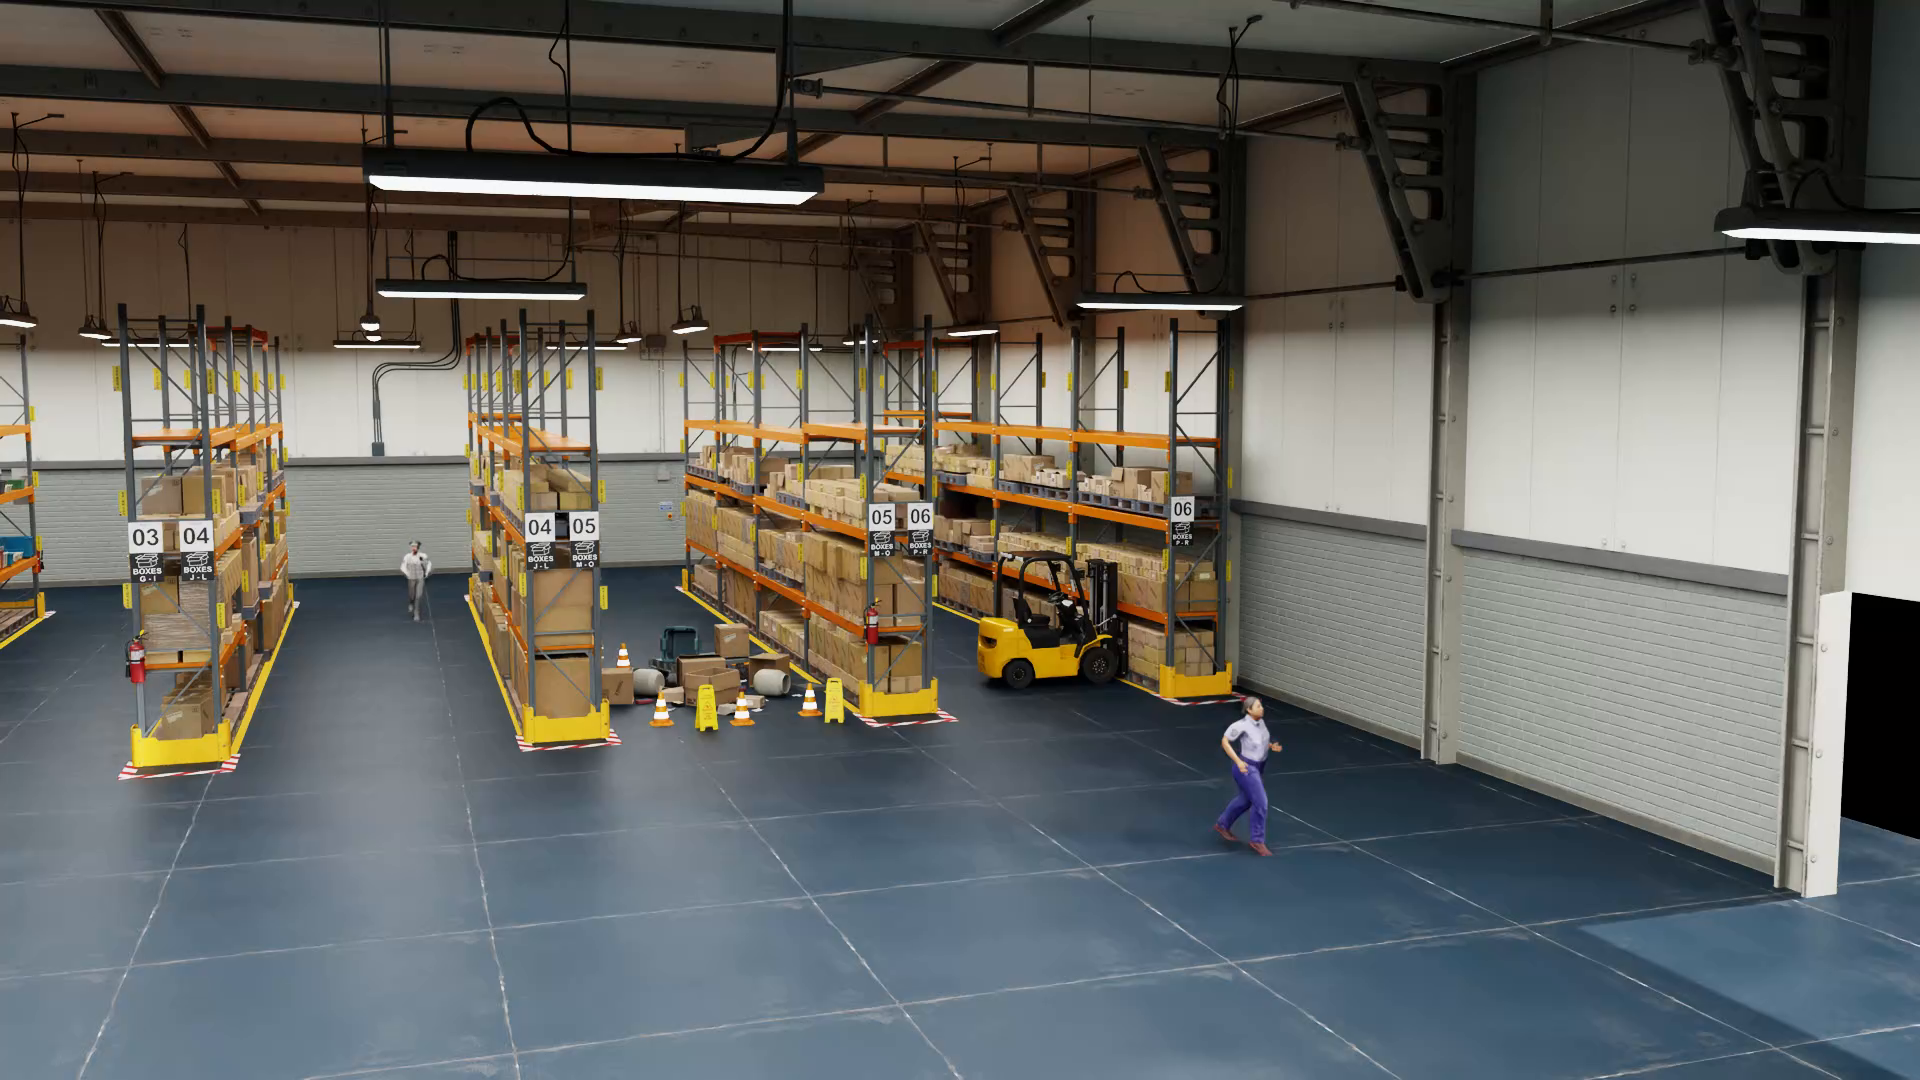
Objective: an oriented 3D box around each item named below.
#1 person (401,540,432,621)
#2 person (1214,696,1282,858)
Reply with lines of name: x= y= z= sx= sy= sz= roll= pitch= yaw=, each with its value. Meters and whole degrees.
person: x=-11.522 y=0.837 z=35.278 sx=0.625 sy=1.698 sz=0.801 roll=-2 pitch=6 yaw=-15
person: x=3.077 y=2.502 z=17.808 sx=0.728 sy=1.700 sz=0.596 roll=3 pitch=6 yaw=32
